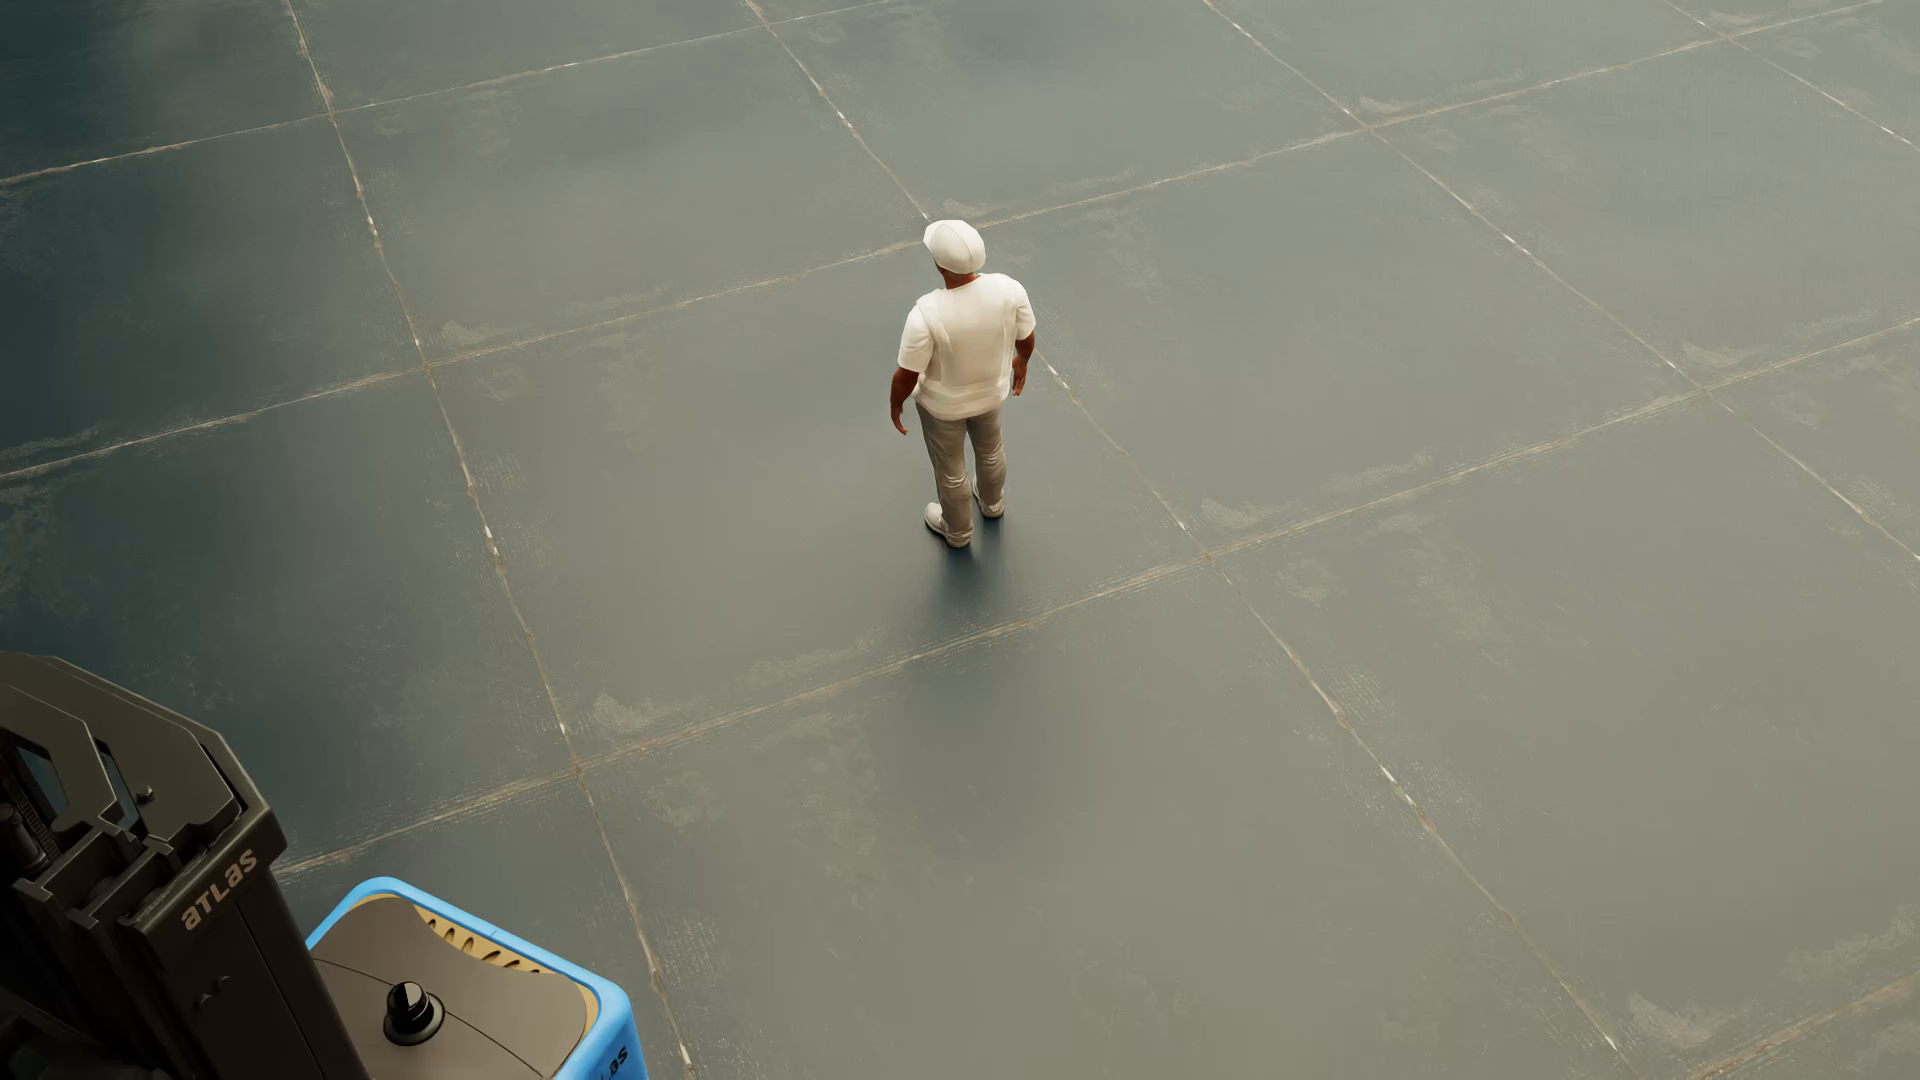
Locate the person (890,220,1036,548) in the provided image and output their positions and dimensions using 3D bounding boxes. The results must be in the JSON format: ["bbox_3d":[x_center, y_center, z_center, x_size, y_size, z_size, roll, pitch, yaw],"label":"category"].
[{"bbox_3d":[-0.025,-0.696,7.269,0.666,1.768,0.575,-18,46,-18],"label":"person"}]

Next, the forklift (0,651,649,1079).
[{"bbox_3d":[-2.062,1.783,3.770,1.130,2.935,3.031,19,46,19],"label":"forklift"}]
